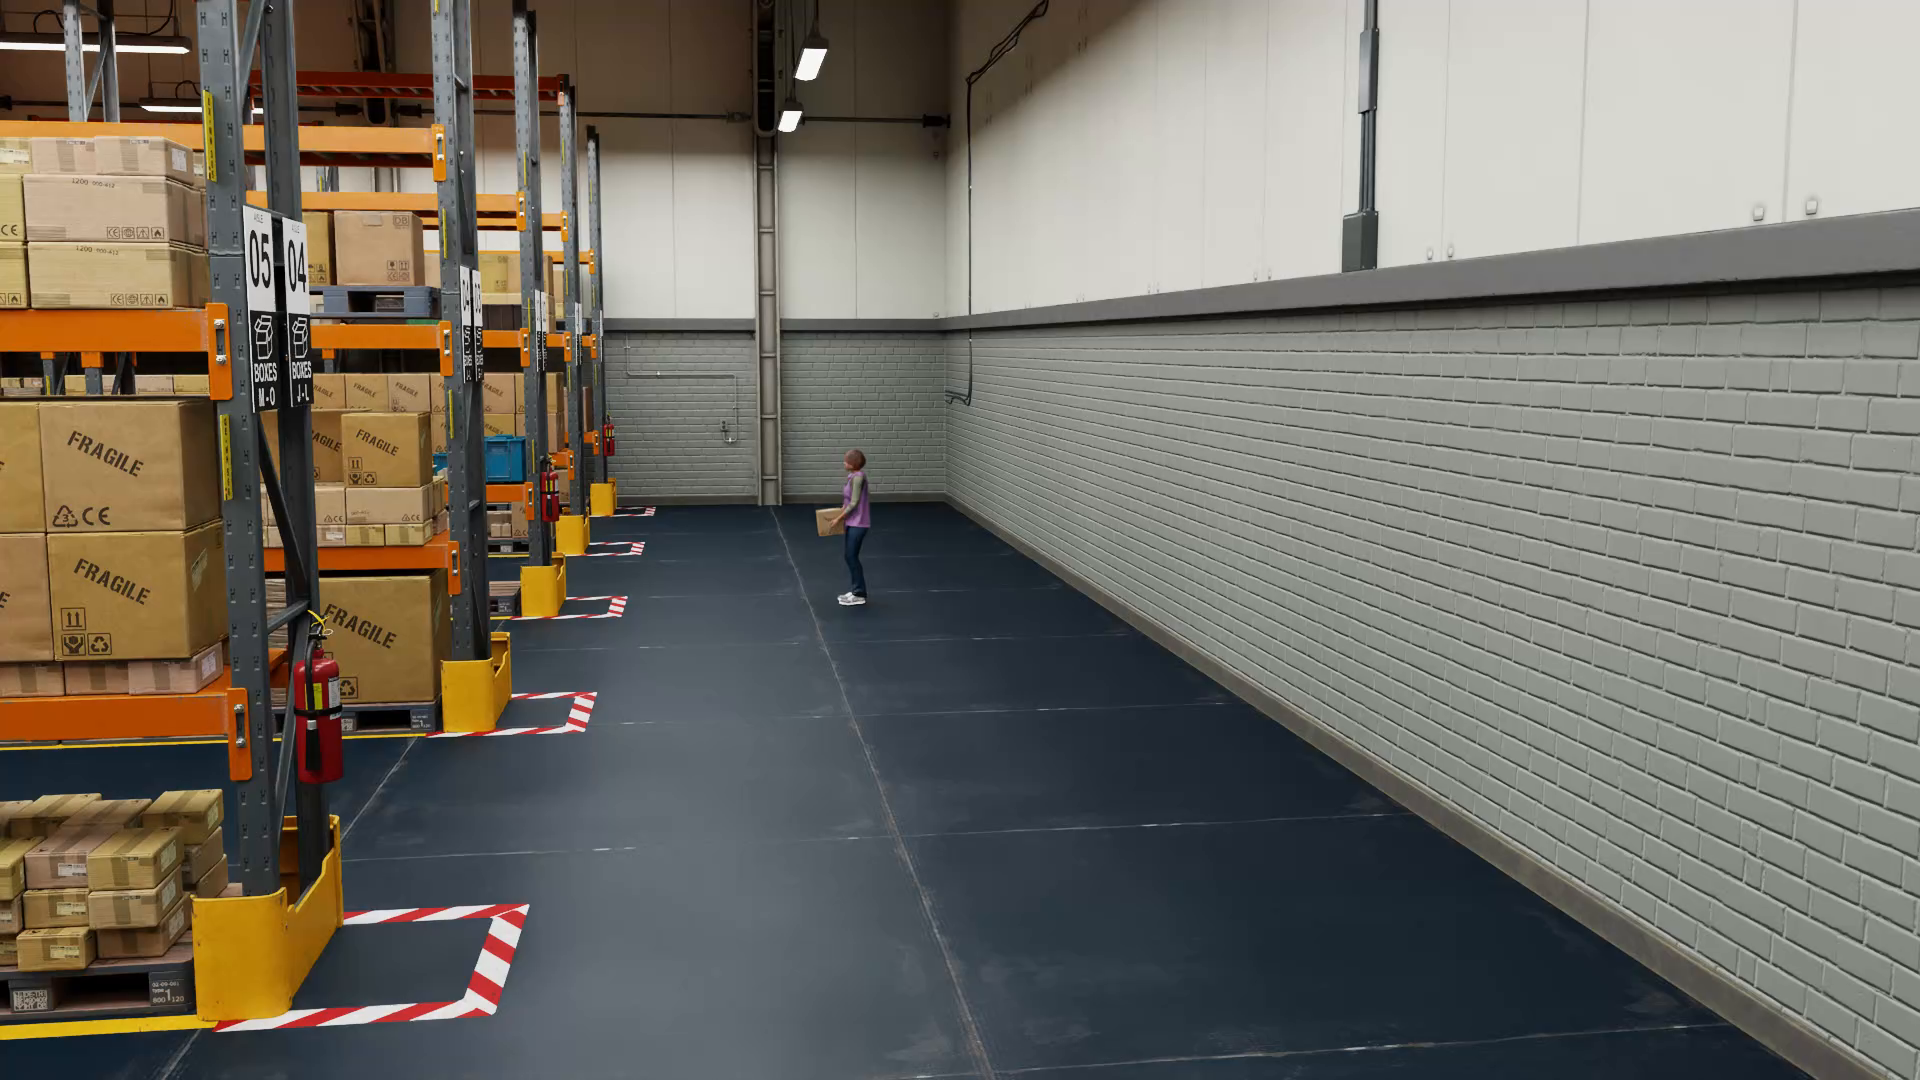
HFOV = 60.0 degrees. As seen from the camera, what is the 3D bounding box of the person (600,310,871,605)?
[{"bbox_3d":[-3.272,-1.466,21.640,3.135,3.194,10.230,-1,7,-9],"label":"person"}]
